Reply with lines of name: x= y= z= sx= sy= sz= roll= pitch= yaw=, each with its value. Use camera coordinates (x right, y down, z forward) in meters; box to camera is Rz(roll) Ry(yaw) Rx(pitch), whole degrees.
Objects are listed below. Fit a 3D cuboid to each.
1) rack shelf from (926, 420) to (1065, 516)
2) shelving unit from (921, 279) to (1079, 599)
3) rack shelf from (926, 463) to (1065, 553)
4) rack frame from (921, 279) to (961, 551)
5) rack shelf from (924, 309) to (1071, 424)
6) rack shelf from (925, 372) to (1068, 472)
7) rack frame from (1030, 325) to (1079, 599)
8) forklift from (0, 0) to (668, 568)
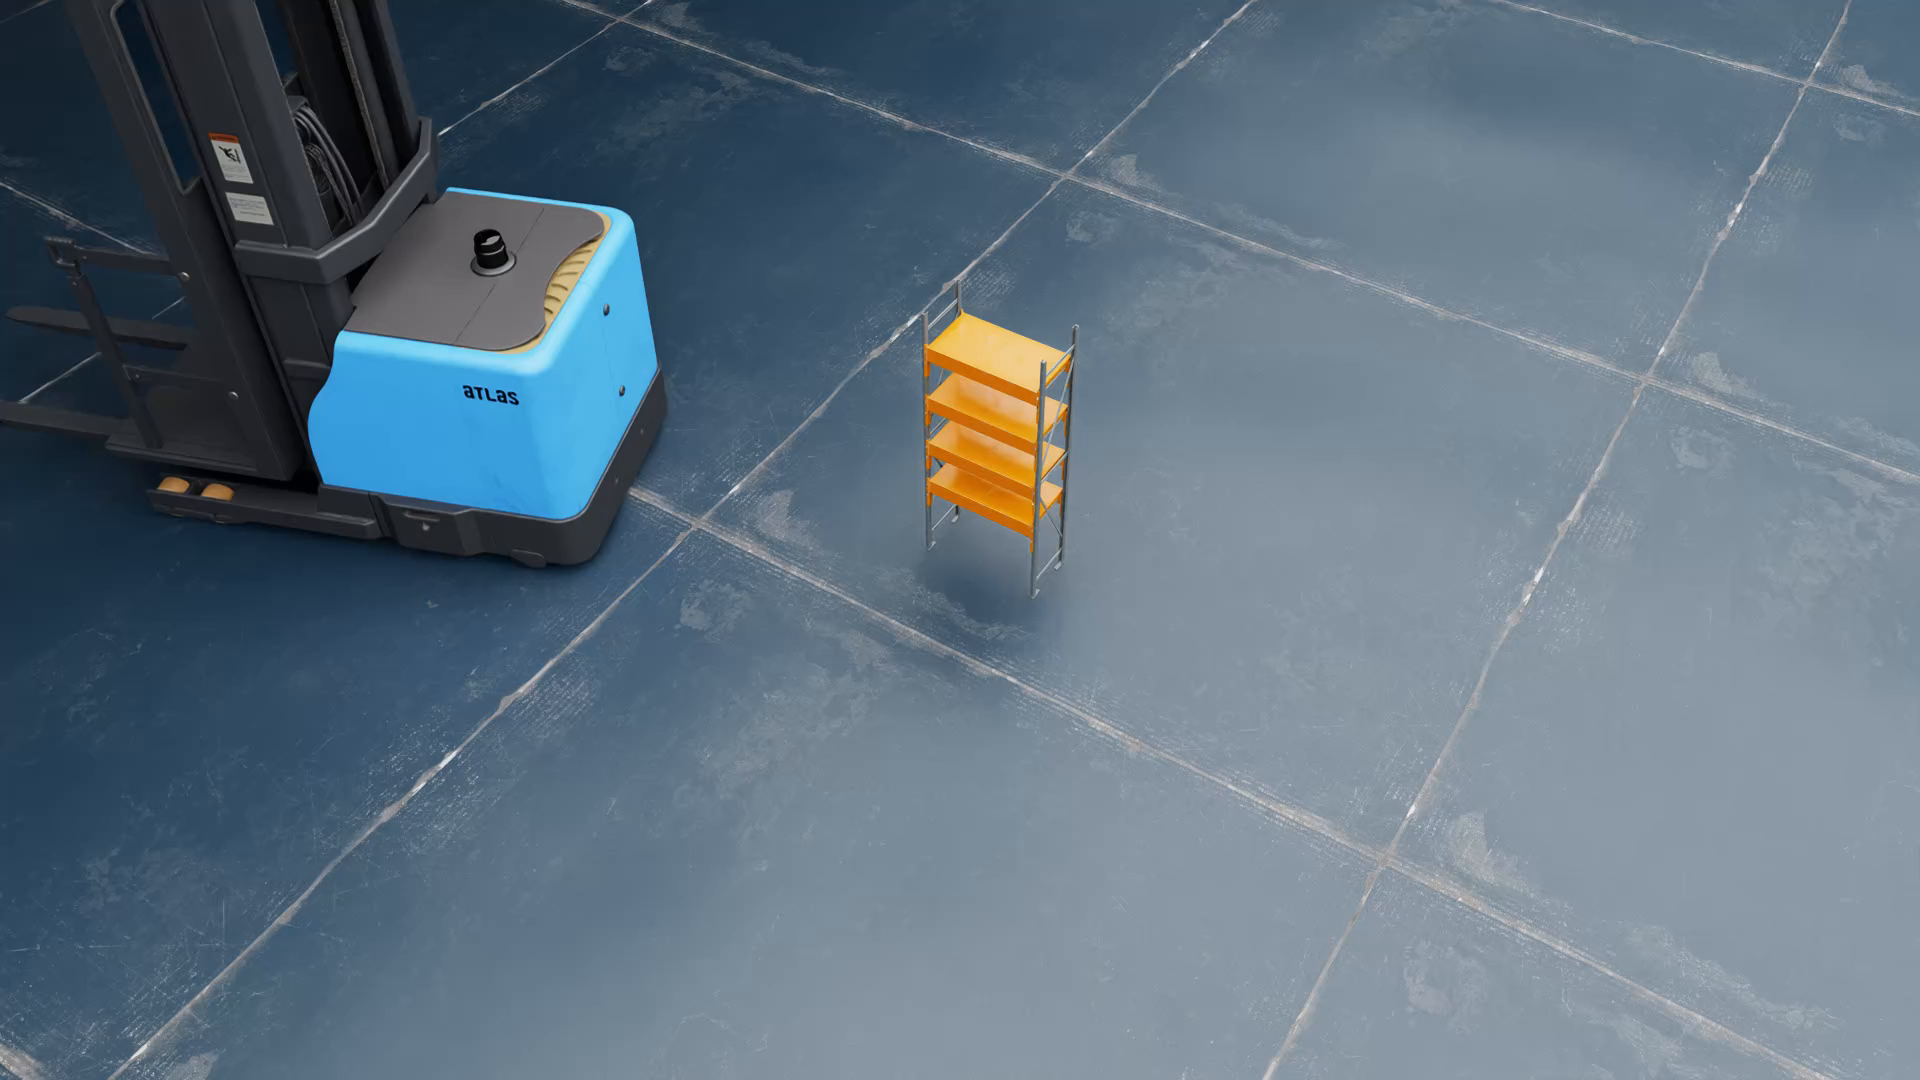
rack shelf: x=0.139 y=-0.307 z=6.306 sx=0.480 sy=0.148 sz=0.258 roll=25 pitch=51 yaw=22
shelving unit: x=0.139 y=-0.354 z=6.257 sx=0.503 sy=1.200 sz=0.258 roll=25 pitch=51 yaw=22
rack shelf: x=0.139 y=-0.169 z=6.448 sx=0.480 sy=0.148 sz=0.258 roll=25 pitch=51 yaw=22
rack frame: x=-0.066 y=-0.449 z=6.349 sx=0.015 sy=1.200 sz=0.240 roll=25 pitch=51 yaw=22
rack shelf: x=0.139 y=-0.628 z=5.976 sx=0.480 sy=0.148 sz=0.258 roll=25 pitch=51 yaw=22
rack shelf: x=0.139 y=-0.463 z=6.145 sx=0.480 sy=0.148 sz=0.258 roll=25 pitch=51 yaw=22
rack frame: x=0.345 y=-0.260 z=6.166 sx=0.015 sy=1.200 sz=0.240 roll=25 pitch=51 yaw=22
forklift: x=-2.835 y=-1.451 z=6.116 sx=3.031 sy=2.935 sz=1.130 roll=9 pitch=46 yaw=8
